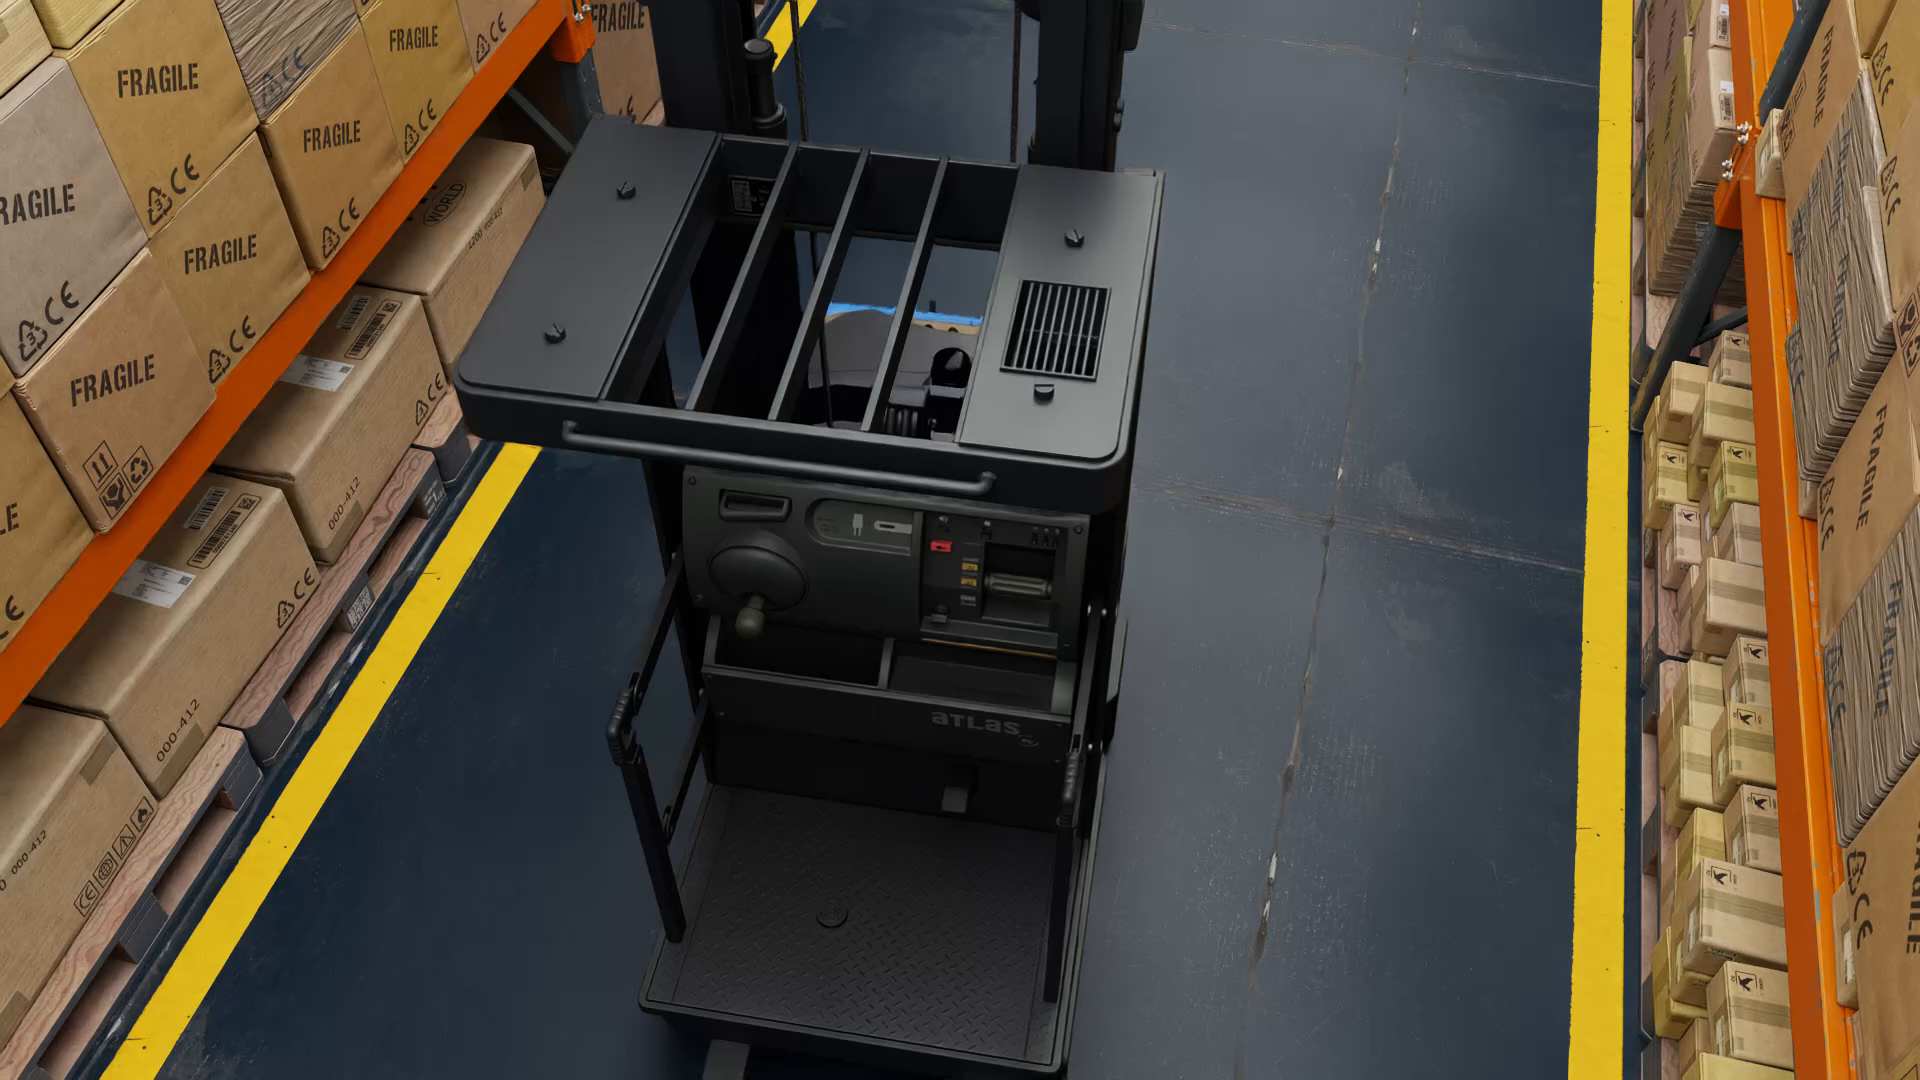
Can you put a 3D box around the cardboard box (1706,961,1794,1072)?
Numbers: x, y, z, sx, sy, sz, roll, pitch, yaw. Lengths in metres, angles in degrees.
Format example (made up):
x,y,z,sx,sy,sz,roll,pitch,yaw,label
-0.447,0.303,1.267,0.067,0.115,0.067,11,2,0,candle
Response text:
x,y,z,sx,sy,sz,roll,pitch,yaw,label
1.993,1.177,3.936,0.380,0.149,0.250,10,49,9,cardboard box

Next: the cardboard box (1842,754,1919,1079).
x,y,z,sx,sy,sz,roll,pitch,yaw,label
1.913,0.681,2.884,0.500,0.500,0.500,11,49,9,cardboard box

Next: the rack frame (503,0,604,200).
x,y,z,sx,sy,sz,roll,pitch,yaw,label
-1.847,-2.238,5.724,1.000,3.000,0.127,12,50,10,rack frame

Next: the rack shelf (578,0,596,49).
x,y,z,sx,sy,sz,roll,pitch,yaw,label
-1.321,-3.446,7.271,1.077,0.370,4.000,12,50,10,rack shelf

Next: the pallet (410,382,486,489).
x,y,z,sx,sy,sz,roll,pitch,yaw,label
-2.123,-0.780,6.298,1.003,0.211,1.213,12,50,10,pallet

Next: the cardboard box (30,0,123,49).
x,y,z,sx,sy,sz,roll,pitch,yaw,label
-2.091,-1.238,3.676,0.380,0.149,0.250,10,49,9,cardboard box

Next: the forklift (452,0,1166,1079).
x,y,z,sx,sy,sz,roll,pitch,yaw,label
-0.210,0.166,3.648,1.130,2.935,3.031,7,49,6,forklift

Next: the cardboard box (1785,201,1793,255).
x,y,z,sx,sy,sz,roll,pitch,yaw,label
2.568,-0.909,4.719,0.380,0.149,0.250,13,50,11,cardboard box

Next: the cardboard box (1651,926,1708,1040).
x,y,z,sx,sy,sz,roll,pitch,yaw,label
2.021,1.184,4.326,0.380,0.149,0.250,10,49,8,cardboard box

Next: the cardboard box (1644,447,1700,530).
x,y,z,sx,sy,sz,roll,pitch,yaw,label
2.479,-0.137,5.492,0.380,0.149,0.250,13,50,11,cardboard box

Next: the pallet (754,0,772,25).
x,y,z,sx,sy,sz,roll,pitch,yaw,label
-1.398,-2.773,8.057,1.003,0.211,1.213,12,50,10,pallet

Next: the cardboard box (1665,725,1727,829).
x,y,z,sx,sy,sz,roll,pitch,yaw,label
2.156,0.688,4.565,0.380,0.149,0.250,12,50,10,cardboard box

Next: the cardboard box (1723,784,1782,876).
x,y,z,sx,sy,sz,roll,pitch,yaw,label
2.187,0.802,4.266,0.380,0.149,0.250,10,49,9,cardboard box

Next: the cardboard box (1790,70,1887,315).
x,y,z,sx,sy,sz,roll,pitch,yaw,label
2.458,-0.797,4.188,0.500,0.500,0.500,12,50,10,cardboard box

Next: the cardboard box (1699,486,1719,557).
x,y,z,sx,sy,sz,roll,pitch,yaw,label
2.541,-0.045,5.212,0.380,0.149,0.250,11,50,10,cardboard box

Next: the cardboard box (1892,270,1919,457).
x,y,z,sx,sy,sz,roll,pitch,yaw,label
2.180,-0.411,3.180,0.500,0.500,0.500,10,49,9,cardboard box

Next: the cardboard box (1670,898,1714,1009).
x,y,z,sx,sy,sz,roll,pitch,yaw,label
2.025,1.074,4.224,0.380,0.149,0.250,12,50,11,cardboard box

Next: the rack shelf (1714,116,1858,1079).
x,y,z,sx,sy,sz,roll,pitch,yaw,label
2.428,0.351,3.919,1.077,0.370,4.000,12,50,10,rack shelf

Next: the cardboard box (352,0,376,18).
x,y,z,sx,sy,sz,roll,pitch,yaw,label
-1.846,-1.840,4.640,0.500,0.500,0.500,11,49,9,cardboard box

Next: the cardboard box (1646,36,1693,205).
x,y,z,sx,sy,sz,roll,pitch,yaw,label
3.042,-1.602,6.550,0.500,0.500,0.500,11,49,9,cardboard box

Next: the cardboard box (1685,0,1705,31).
x,y,z,sx,sy,sz,roll,pitch,yaw,label
3.181,-2.237,6.610,0.500,0.250,0.500,10,49,8,cardboard box

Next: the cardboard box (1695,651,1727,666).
x,y,z,sx,sy,sz,roll,pitch,yaw,label
2.372,0.344,4.868,0.380,0.149,0.250,14,50,12,cardboard box

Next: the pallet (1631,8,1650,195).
x,y,z,sx,sy,sz,roll,pitch,yaw,label
3.477,-1.860,7.251,1.003,0.211,1.213,12,50,10,pallet

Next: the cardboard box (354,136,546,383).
x,y,z,sx,sy,sz,roll,pitch,yaw,label
-2.116,-1.096,6.145,0.875,0.438,0.875,11,49,9,cardboard box

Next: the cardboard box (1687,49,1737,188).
x,y,z,sx,sy,sz,roll,pitch,yaw,label
2.907,-1.482,5.945,0.500,0.250,0.500,10,49,9,cardboard box

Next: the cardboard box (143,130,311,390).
x,y,z,sx,sy,sz,roll,pitch,yaw,label
-2.123,-0.769,4.362,0.500,0.500,0.500,13,50,11,cardboard box

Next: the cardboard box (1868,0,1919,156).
x,y,z,sx,sy,sz,roll,pitch,yaw,label
2.479,-1.140,3.823,0.500,0.500,0.500,10,49,9,cardboard box

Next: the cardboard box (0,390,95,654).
x,y,z,sx,sy,sz,roll,pitch,yaw,label
-2.390,-0.039,3.717,0.500,0.500,0.500,11,49,10,cardboard box

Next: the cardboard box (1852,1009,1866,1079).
x,y,z,sx,sy,sz,roll,pitch,yaw,label
1.868,0.994,3.039,0.380,0.149,0.250,11,50,10,cardboard box

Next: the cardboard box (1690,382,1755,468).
x,y,z,sx,sy,sz,roll,pitch,yaw,label
2.535,-0.330,5.266,0.380,0.149,0.250,14,50,12,cardboard box

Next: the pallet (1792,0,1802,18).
x,y,z,sx,sy,sz,roll,pitch,yaw,label
3.296,-1.794,5.461,1.003,0.211,1.213,12,50,10,pallet

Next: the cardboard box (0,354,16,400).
x,y,z,sx,sy,sz,roll,pitch,yaw,label
-2.370,-0.374,3.346,0.500,0.500,0.500,10,49,9,cardboard box

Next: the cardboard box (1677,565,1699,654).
x,y,z,sx,sy,sz,roll,pitch,yaw,label
2.445,0.247,5.153,0.380,0.149,0.250,11,49,9,cardboard box

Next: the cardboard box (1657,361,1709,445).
x,y,z,sx,sy,sz,roll,pitch,yaw,label
2.551,-0.429,5.551,0.380,0.149,0.250,14,50,12,cardboard box

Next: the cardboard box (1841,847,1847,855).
x,y,z,sx,sy,sz,roll,pitch,yaw,label
2.011,0.620,3.369,0.380,0.149,0.250,10,49,8,cardboard box

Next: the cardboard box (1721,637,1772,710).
x,y,z,sx,sy,sz,roll,pitch,yaw,label
2.331,0.437,4.588,0.380,0.149,0.250,10,49,8,cardboard box

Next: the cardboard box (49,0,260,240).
x,y,z,sx,sy,sz,roll,pitch,yaw,label
-2.111,-1.109,3.995,0.500,0.500,0.500,12,50,10,cardboard box

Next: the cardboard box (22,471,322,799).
x,y,z,sx,sy,sz,roll,pitch,yaw,label
-2.590,0.204,4.998,0.875,0.438,0.875,13,50,11,cardboard box

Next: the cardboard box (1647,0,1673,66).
x,y,z,sx,sy,sz,roll,pitch,yaw,label
3.316,-2.341,7.203,0.500,0.500,0.500,10,49,9,cardboard box

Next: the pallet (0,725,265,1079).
x,y,z,sx,sy,sz,roll,pitch,yaw,label
-2.765,0.985,4.740,1.003,0.211,1.213,12,50,10,pallet

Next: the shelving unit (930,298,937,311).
x,y,z,sx,sy,sz,roll,pitch,yaw,label
0.007,-0.370,5.477,0.258,0.900,0.210,7,49,6,shelving unit

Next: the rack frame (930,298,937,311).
x,y,z,sx,sy,sz,roll,pitch,yaw,label
0.024,-0.445,5.543,0.240,0.900,0.006,7,49,6,rack frame

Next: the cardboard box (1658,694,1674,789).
x,y,z,sx,sy,sz,roll,pitch,yaw,label
2.247,0.617,4.826,0.380,0.149,0.250,10,49,9,cardboard box

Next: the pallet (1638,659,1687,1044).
x,y,z,sx,sy,sz,roll,pitch,yaw,label
2.493,0.967,4.756,1.003,0.211,1.213,12,50,10,pallet

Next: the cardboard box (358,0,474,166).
x,y,z,sx,sy,sz,roll,pitch,yaw,label
-1.853,-1.511,5.017,0.500,0.500,0.500,10,49,9,cardboard box

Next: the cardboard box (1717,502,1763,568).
x,y,z,sx,sy,sz,roll,pitch,yaw,label
2.469,0.055,4.925,0.380,0.149,0.250,10,49,9,cardboard box

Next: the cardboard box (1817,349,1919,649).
x,y,z,sx,sy,sz,roll,pitch,yaw,label
2.178,-0.047,3.525,0.500,0.500,0.500,14,50,12,cardboard box
